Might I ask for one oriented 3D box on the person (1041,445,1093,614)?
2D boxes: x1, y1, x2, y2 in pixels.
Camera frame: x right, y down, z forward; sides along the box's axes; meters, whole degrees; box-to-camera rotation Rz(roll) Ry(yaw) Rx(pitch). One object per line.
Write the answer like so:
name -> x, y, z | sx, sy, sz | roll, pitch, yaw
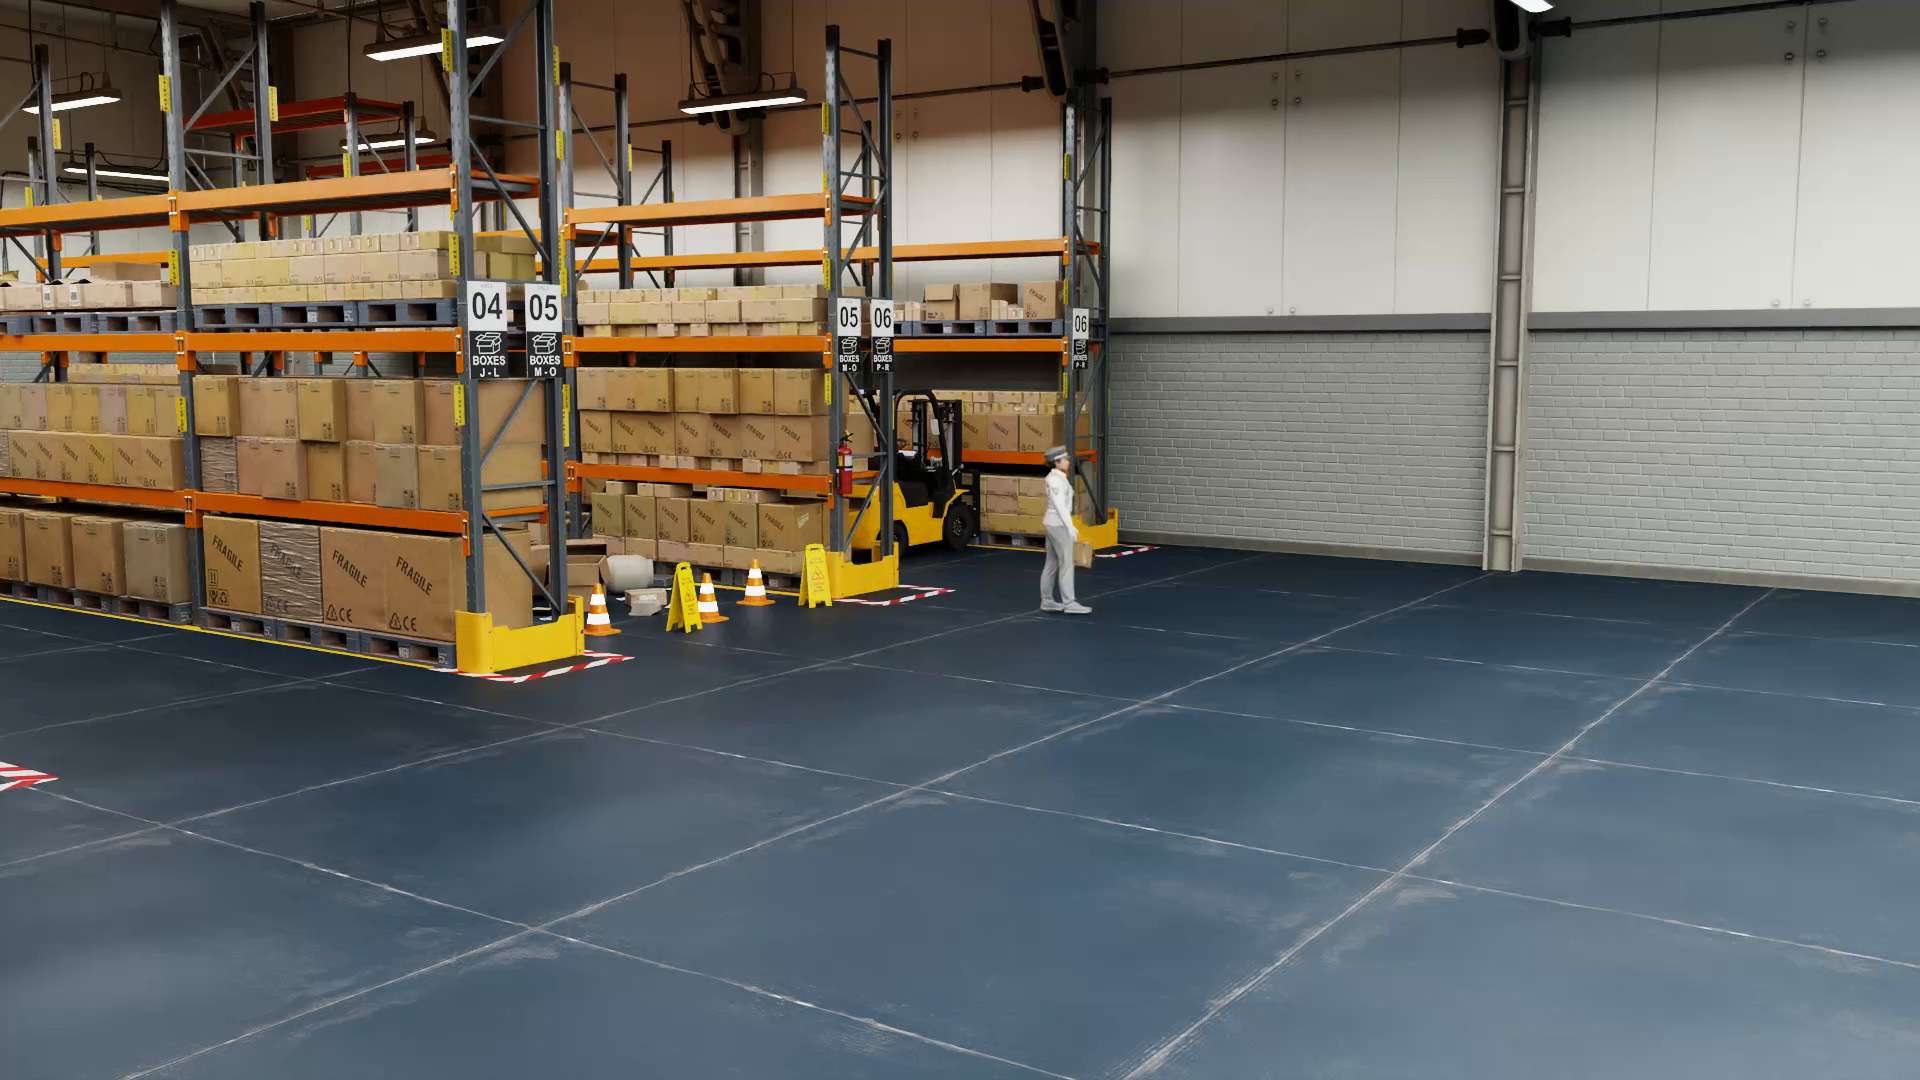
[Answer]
person -> 1.077, -0.114, 16.757 | 0.516, 1.688, 0.565 | 0, 6, 0
